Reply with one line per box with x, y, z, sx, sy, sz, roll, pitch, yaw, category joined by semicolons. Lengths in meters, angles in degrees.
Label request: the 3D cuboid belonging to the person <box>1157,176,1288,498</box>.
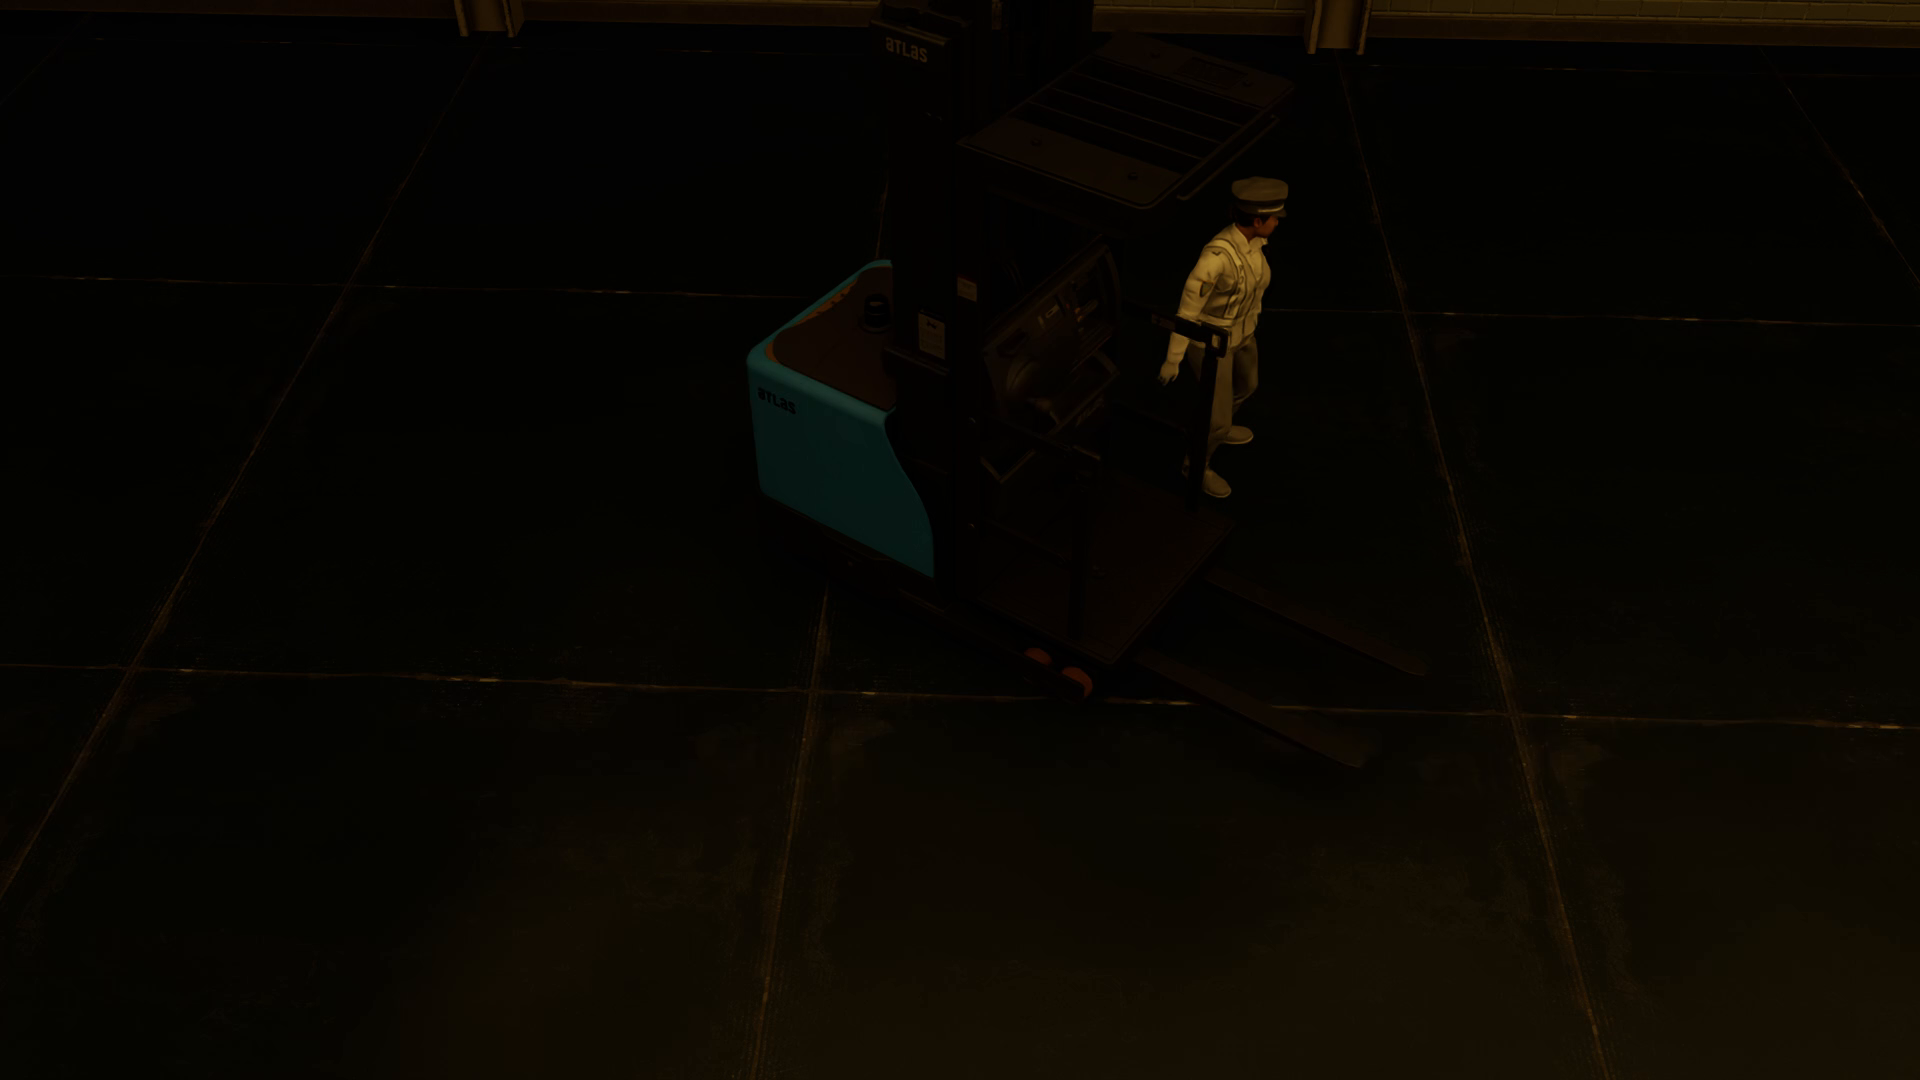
1.234;-0.936;7.751;0.369;1.632;0.768;28;49;28;person

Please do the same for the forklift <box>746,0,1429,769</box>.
0.548;-0.787;6.605;3.031;2.935;1.130;26;48;25;forklift
